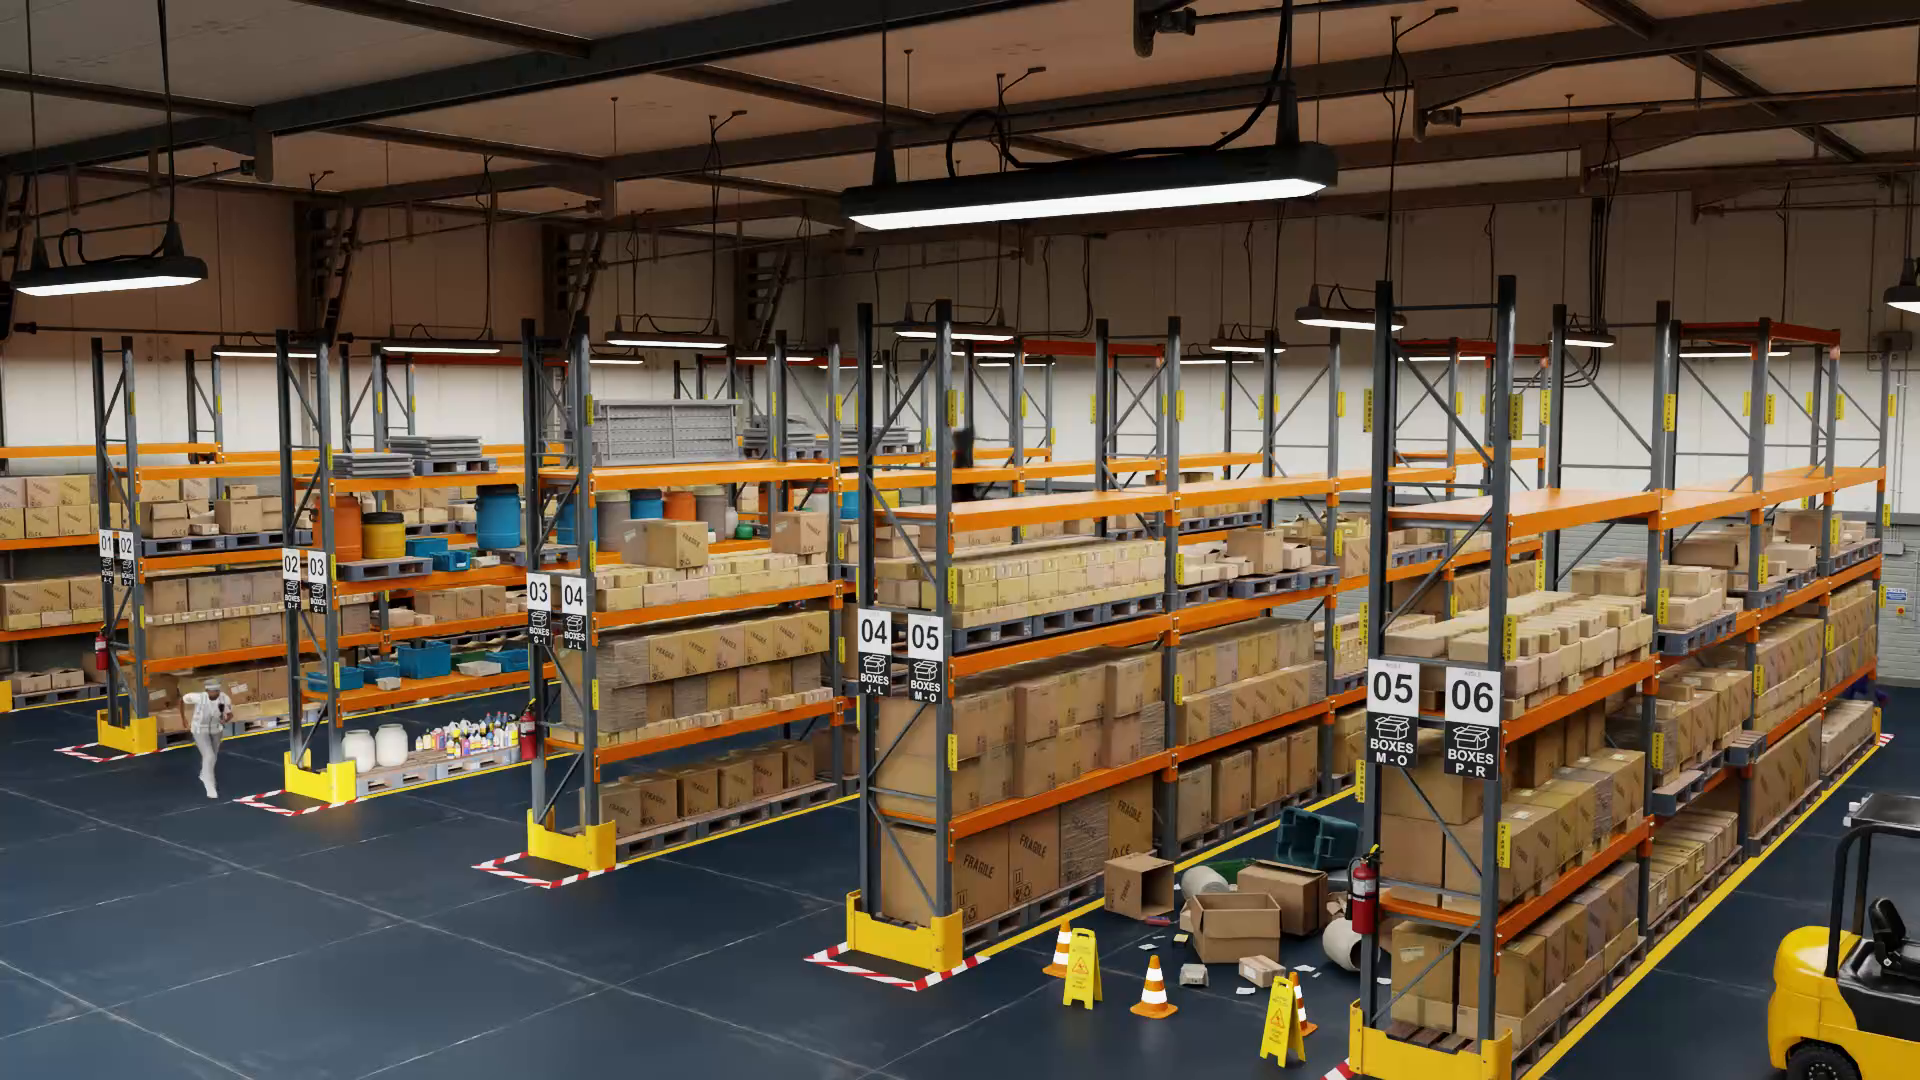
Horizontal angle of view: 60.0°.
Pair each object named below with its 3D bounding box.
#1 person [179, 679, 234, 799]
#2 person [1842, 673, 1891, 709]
[{"bbox_3d":[-9.748,2.546,21.505,0.623,1.608,0.962,-4,6,-37],"label":"person"},{"bbox_3d":[14.616,1.992,26.960,0.806,1.613,0.615,3,6,27],"label":"person"}]
